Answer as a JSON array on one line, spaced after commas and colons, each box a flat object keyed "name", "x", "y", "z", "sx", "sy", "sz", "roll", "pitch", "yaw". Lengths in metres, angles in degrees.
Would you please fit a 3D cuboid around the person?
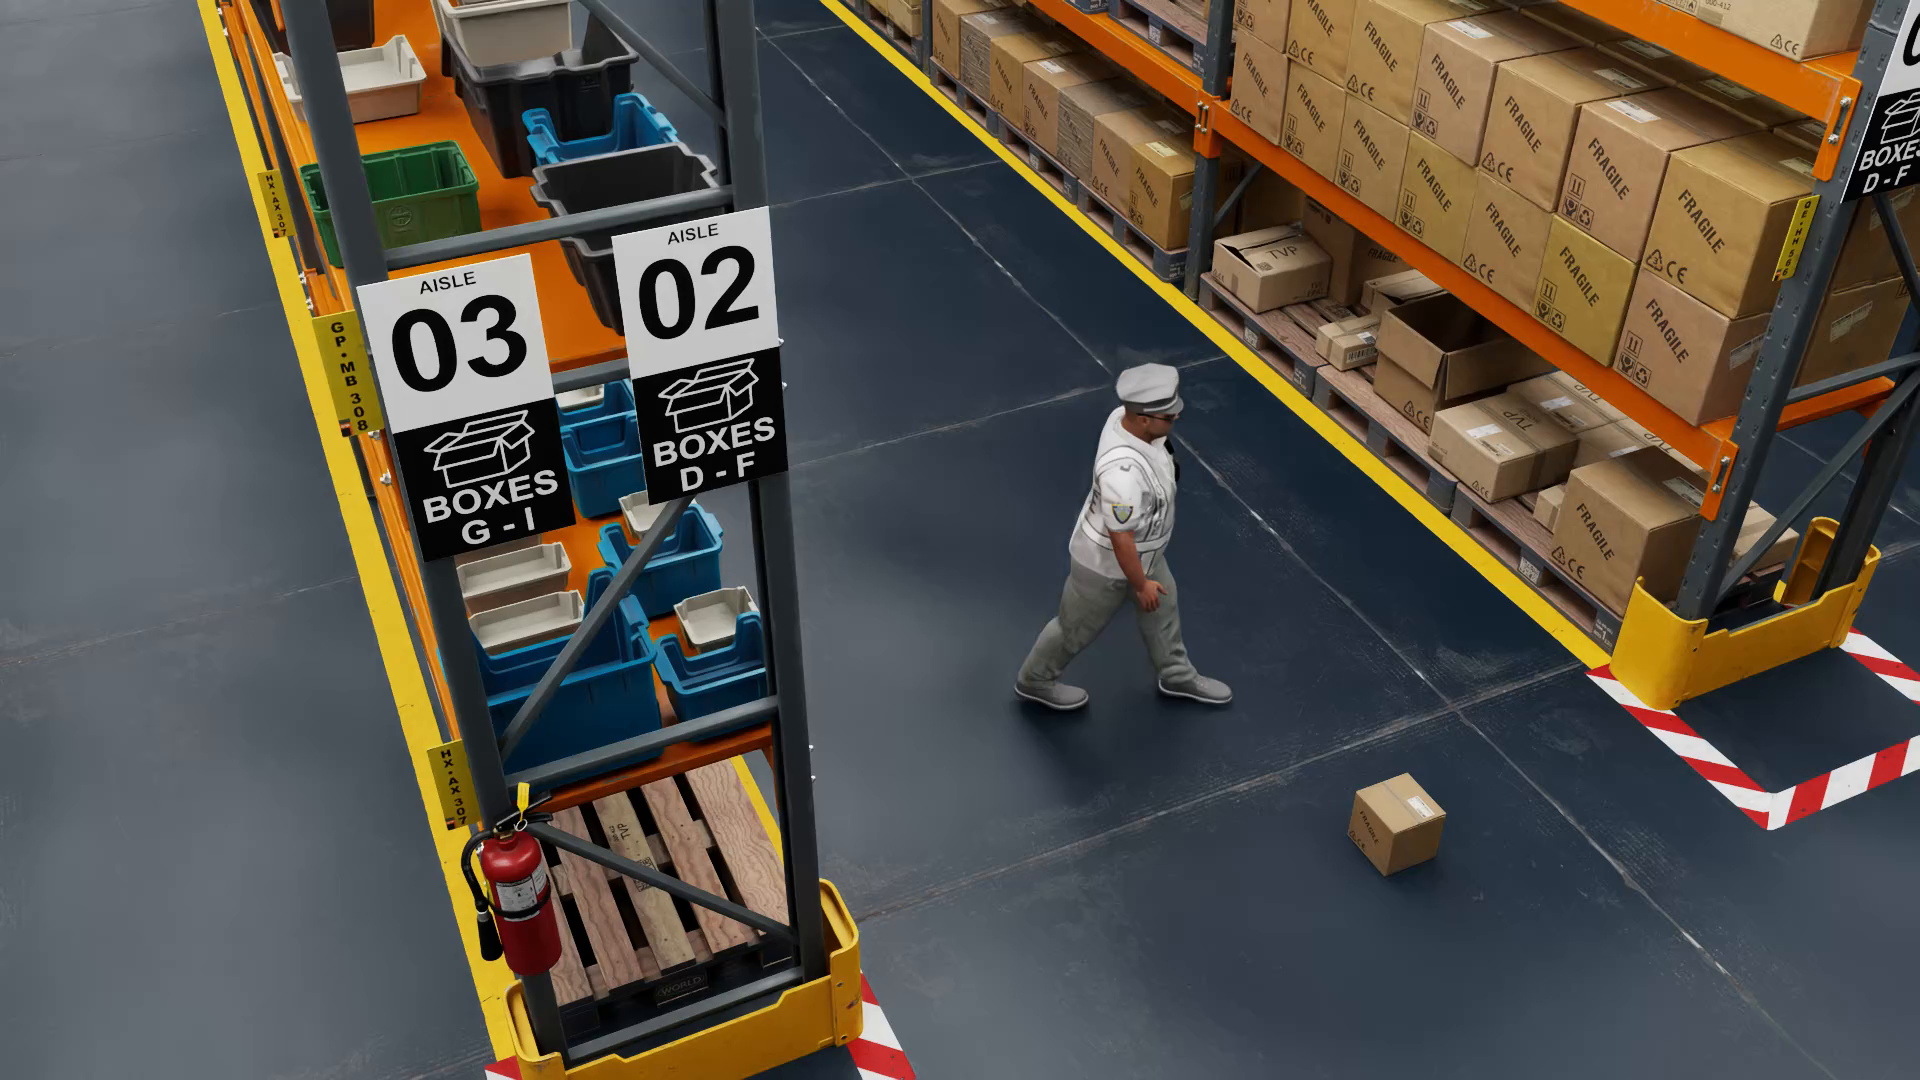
[{"name": "person", "x": 0.703, "y": 0.048, "z": 6.782, "sx": 0.932, "sy": 1.717, "sz": 0.539, "roll": 10, "pitch": 38, "yaw": 13}]
